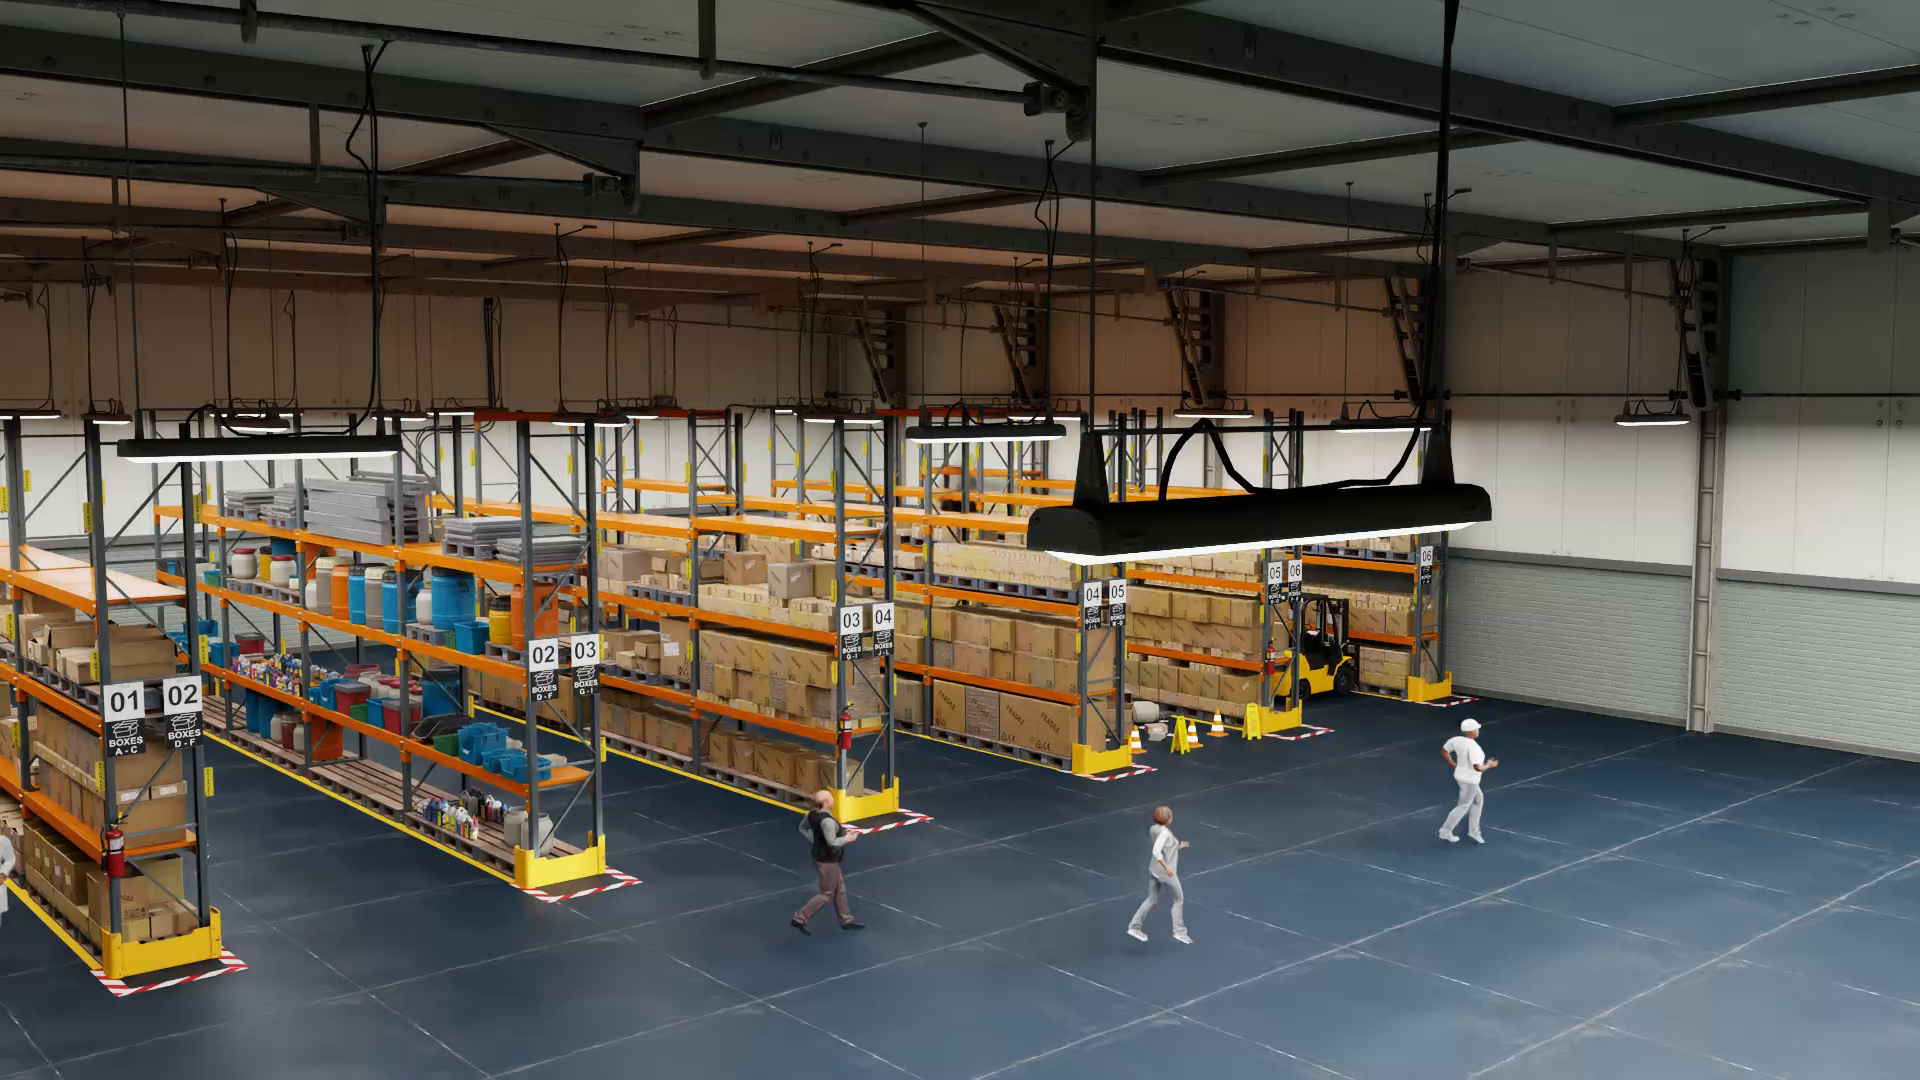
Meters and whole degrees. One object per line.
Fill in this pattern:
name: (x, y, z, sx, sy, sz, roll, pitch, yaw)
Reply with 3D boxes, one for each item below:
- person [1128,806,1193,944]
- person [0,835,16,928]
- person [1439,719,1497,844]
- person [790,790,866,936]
person: (2.302, 3.852, 19.025, 0.783, 1.623, 0.518, -2, 5, -23)
person: (-10.706, 3.866, 18.238, 0.696, 1.735, 0.607, -5, 7, -44)
person: (7.097, 3.411, 23.280, 0.787, 1.831, 0.676, 0, 5, -3)
person: (-1.535, 3.742, 19.311, 0.947, 1.697, 0.667, -2, 5, -22)
